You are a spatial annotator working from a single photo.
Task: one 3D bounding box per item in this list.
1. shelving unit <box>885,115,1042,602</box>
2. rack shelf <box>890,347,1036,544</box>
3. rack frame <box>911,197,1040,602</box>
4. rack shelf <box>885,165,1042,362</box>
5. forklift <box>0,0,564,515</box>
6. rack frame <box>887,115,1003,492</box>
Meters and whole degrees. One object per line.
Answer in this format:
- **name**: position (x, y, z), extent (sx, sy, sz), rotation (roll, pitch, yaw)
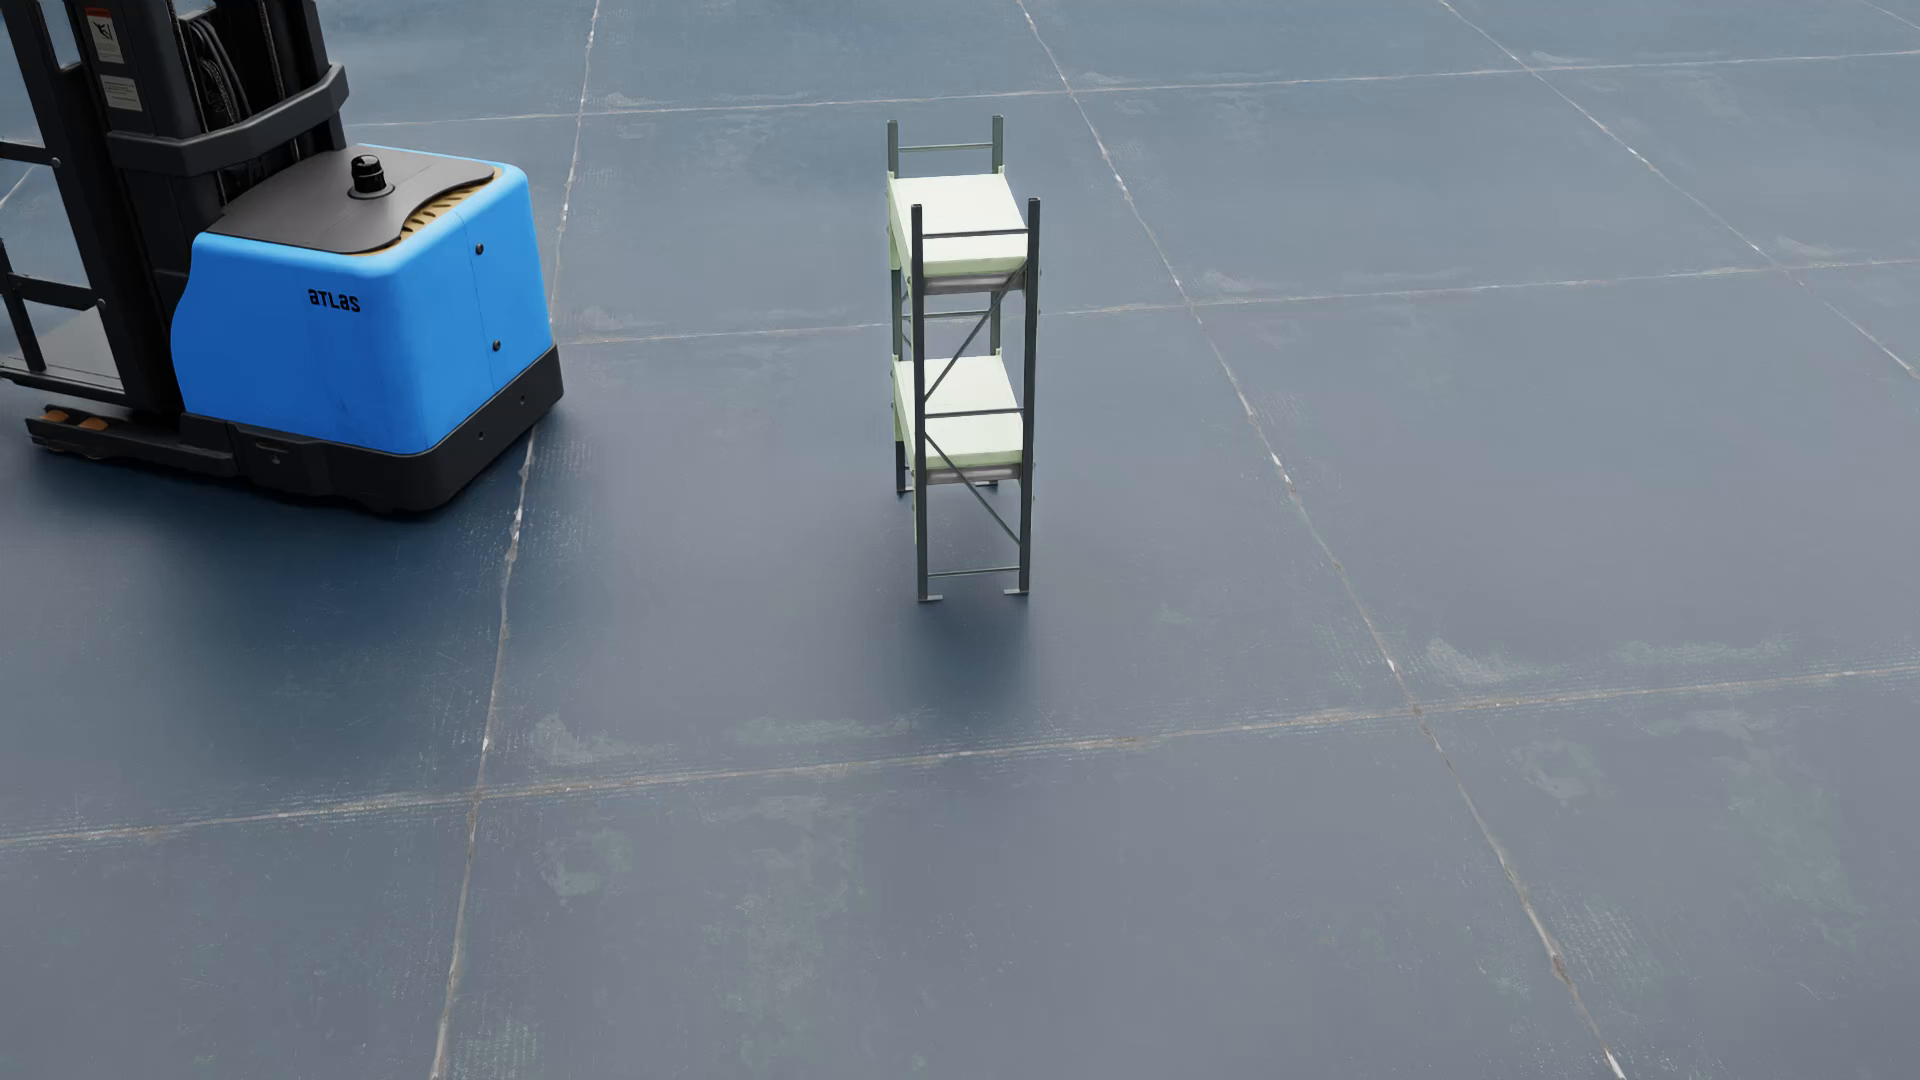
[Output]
- **shelving unit**: position (-0.001, -0.623, 5.833), extent (0.431, 1.500, 0.755), rotation (-4, 35, -6)
- **rack shelf**: position (-0.001, -0.354, 6.017), extent (0.431, 0.370, 0.720), rotation (-4, 35, -6)
- **rack frame**: position (0.048, -0.419, 5.533), extent (0.400, 1.500, 0.023), rotation (-4, 35, -6)
- **rack shelf**: position (-0.001, -0.946, 5.613), extent (0.431, 0.370, 0.720), rotation (-4, 35, -6)
- **forklift**: position (-3.248, -1.803, 6.294), extent (3.031, 2.935, 1.130), rotation (11, 36, 16)
- **rack frame**: position (-0.050, -0.828, 6.133), extent (0.400, 1.500, 0.023), rotation (-4, 35, -6)
